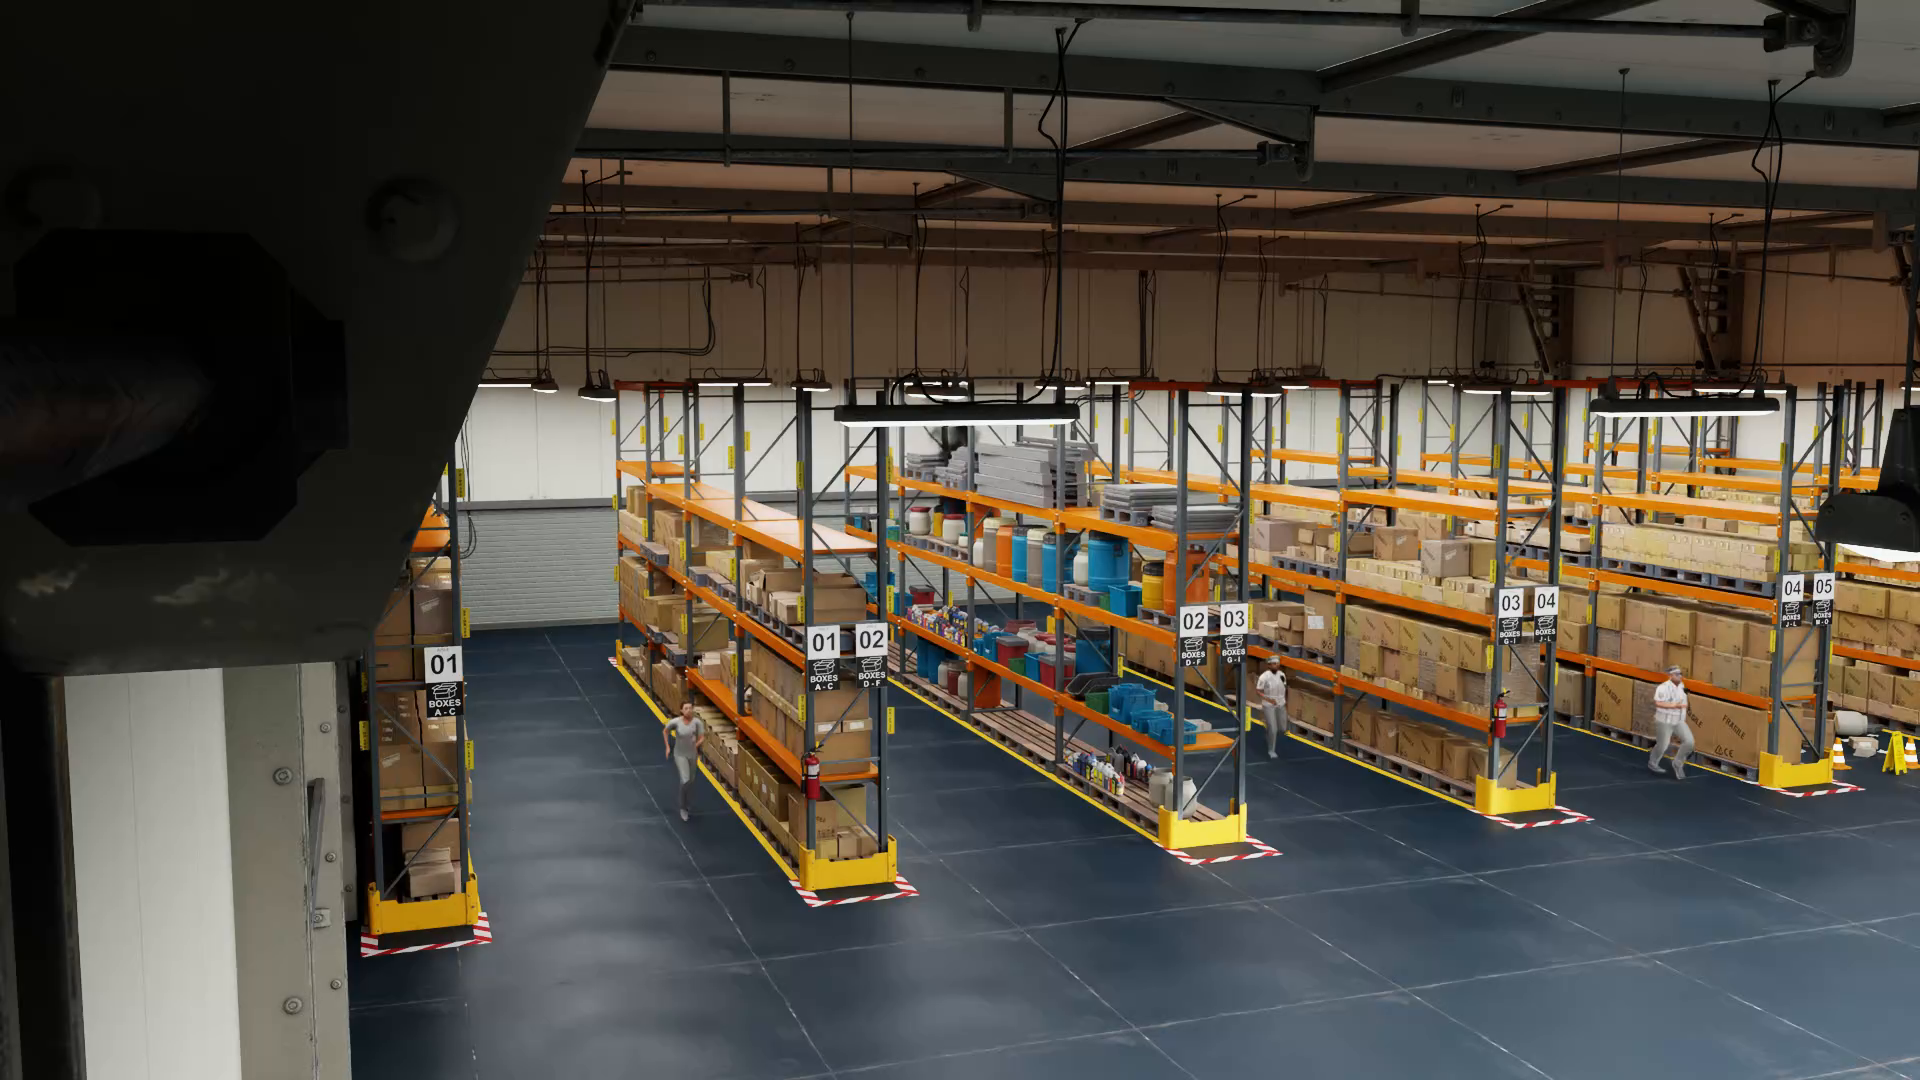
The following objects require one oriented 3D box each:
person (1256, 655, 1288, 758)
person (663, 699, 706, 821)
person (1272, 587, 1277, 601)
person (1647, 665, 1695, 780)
[{"bbox_3d":[5.075,2.676,26.911,0.607,1.670,0.566,-2,6,-20],"label":"person"},{"bbox_3d":[-3.822,3.054,23.195,0.527,1.690,0.792,-3,7,-26],"label":"person"},{"bbox_3d":[7.894,1.111,41.594,0.739,1.770,0.631,-2,6,-21],"label":"person"},{"bbox_3d":[10.857,2.781,25.441,0.641,1.815,0.790,-2,6,-19],"label":"person"}]
